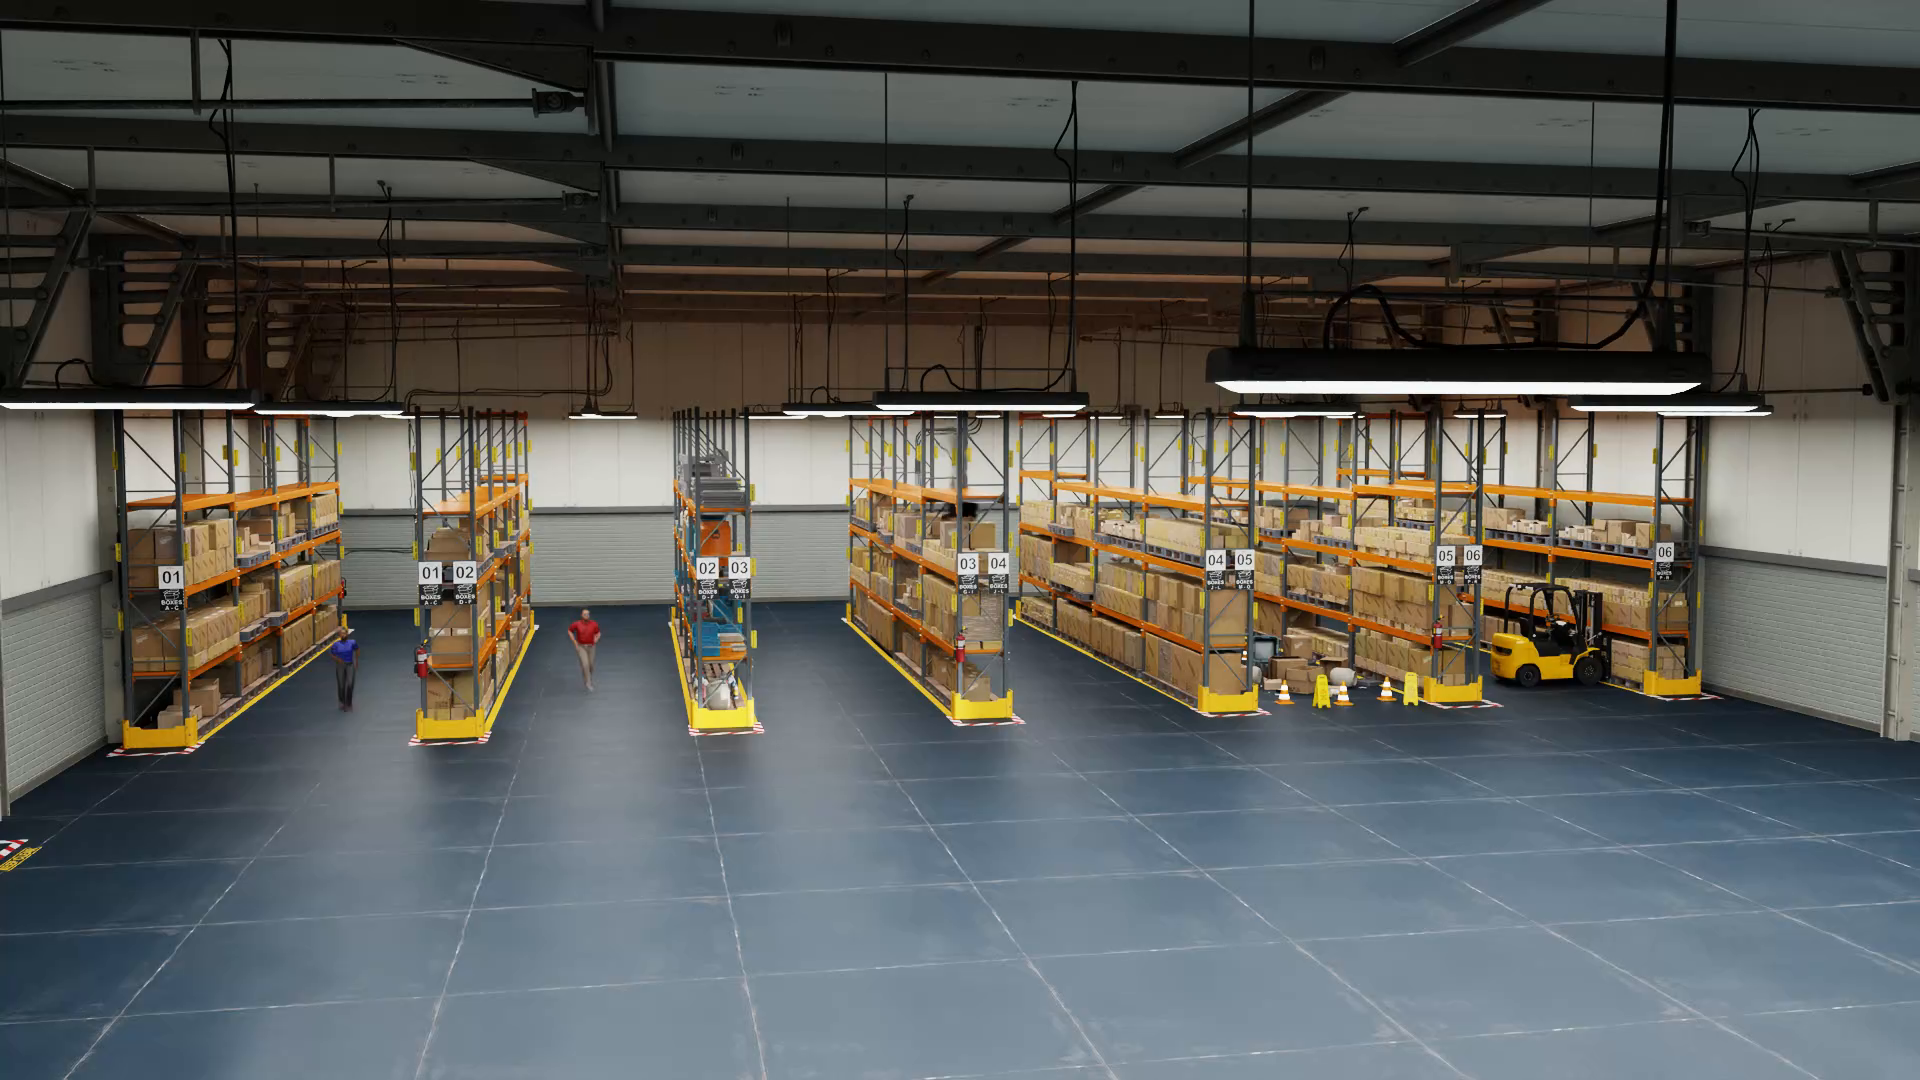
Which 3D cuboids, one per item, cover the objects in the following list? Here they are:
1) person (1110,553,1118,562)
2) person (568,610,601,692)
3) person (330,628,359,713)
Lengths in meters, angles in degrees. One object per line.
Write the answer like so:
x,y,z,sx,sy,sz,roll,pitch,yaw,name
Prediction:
4.714,1.265,50.549,0.609,1.749,0.672,0,4,-6,person
-8.013,2.340,35.557,0.671,1.729,0.858,-2,5,-27,person
-12.162,2.583,32.890,0.524,1.691,0.767,-1,4,-17,person
